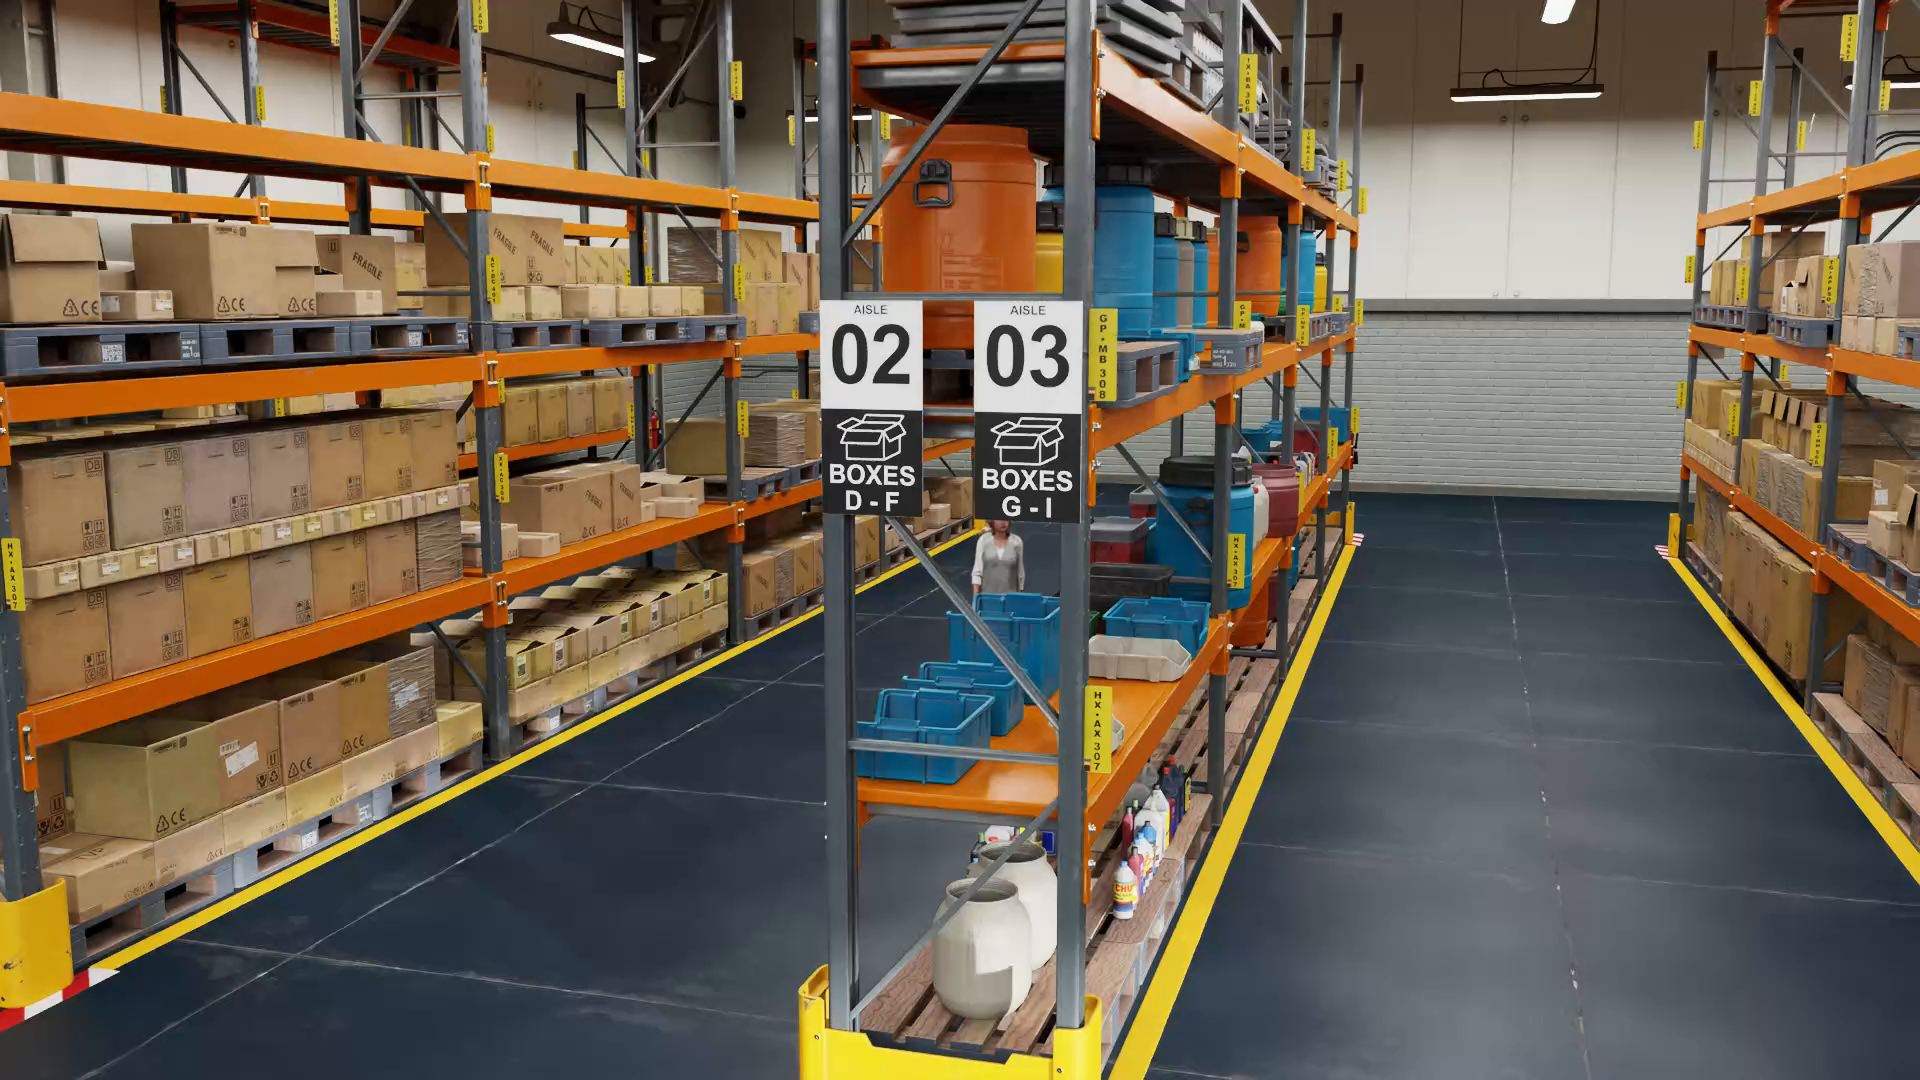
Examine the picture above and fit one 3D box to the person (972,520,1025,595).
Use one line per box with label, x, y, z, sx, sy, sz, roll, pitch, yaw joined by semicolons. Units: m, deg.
person;0.299;0.490;13.084;0.406;1.540;0.944;1;9;6
